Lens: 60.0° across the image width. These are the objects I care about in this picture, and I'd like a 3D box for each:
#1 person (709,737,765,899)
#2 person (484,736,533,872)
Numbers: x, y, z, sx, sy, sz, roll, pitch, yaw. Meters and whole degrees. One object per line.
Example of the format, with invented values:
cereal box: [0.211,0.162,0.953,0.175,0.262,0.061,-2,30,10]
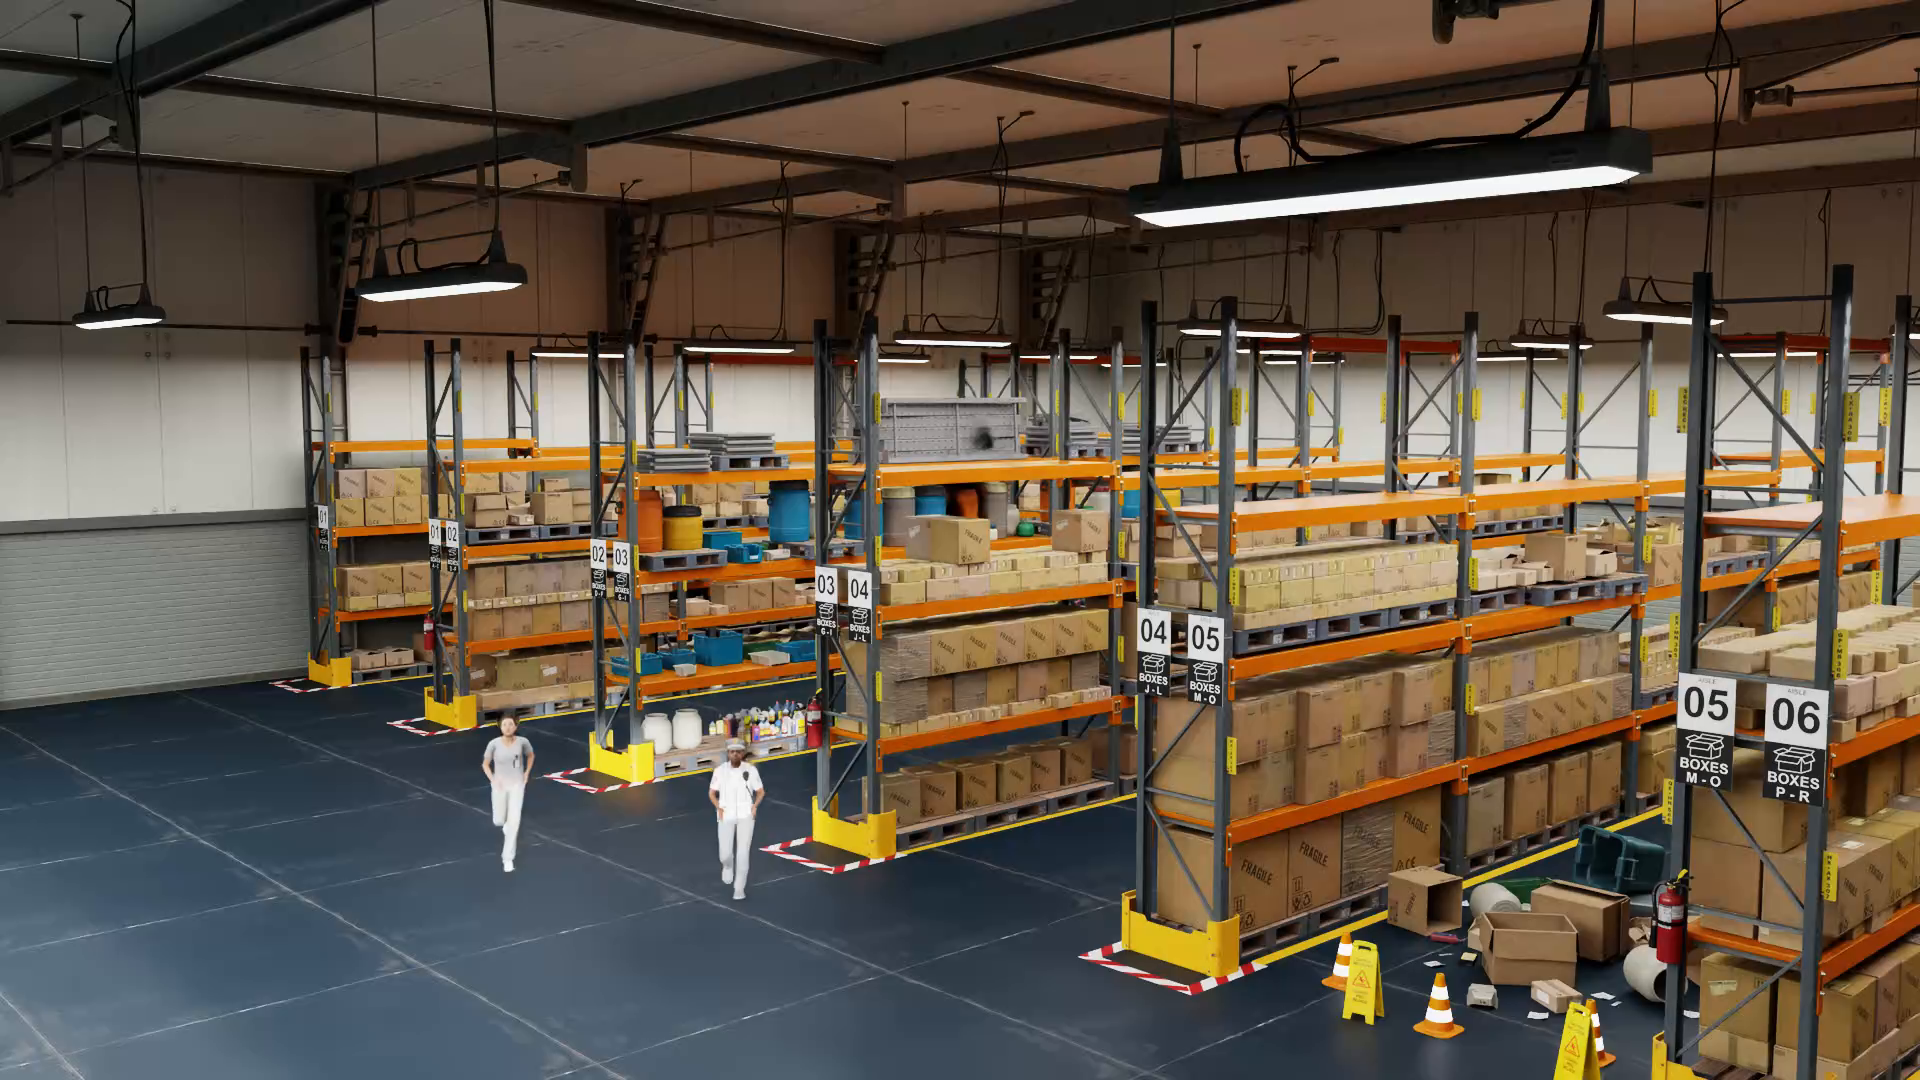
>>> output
person: [-2.293,2.835,17.110,0.573,1.647,0.584,-1,5,-7]
person: [-5.000,2.871,18.454,0.519,1.409,1.008,-1,5,-9]
